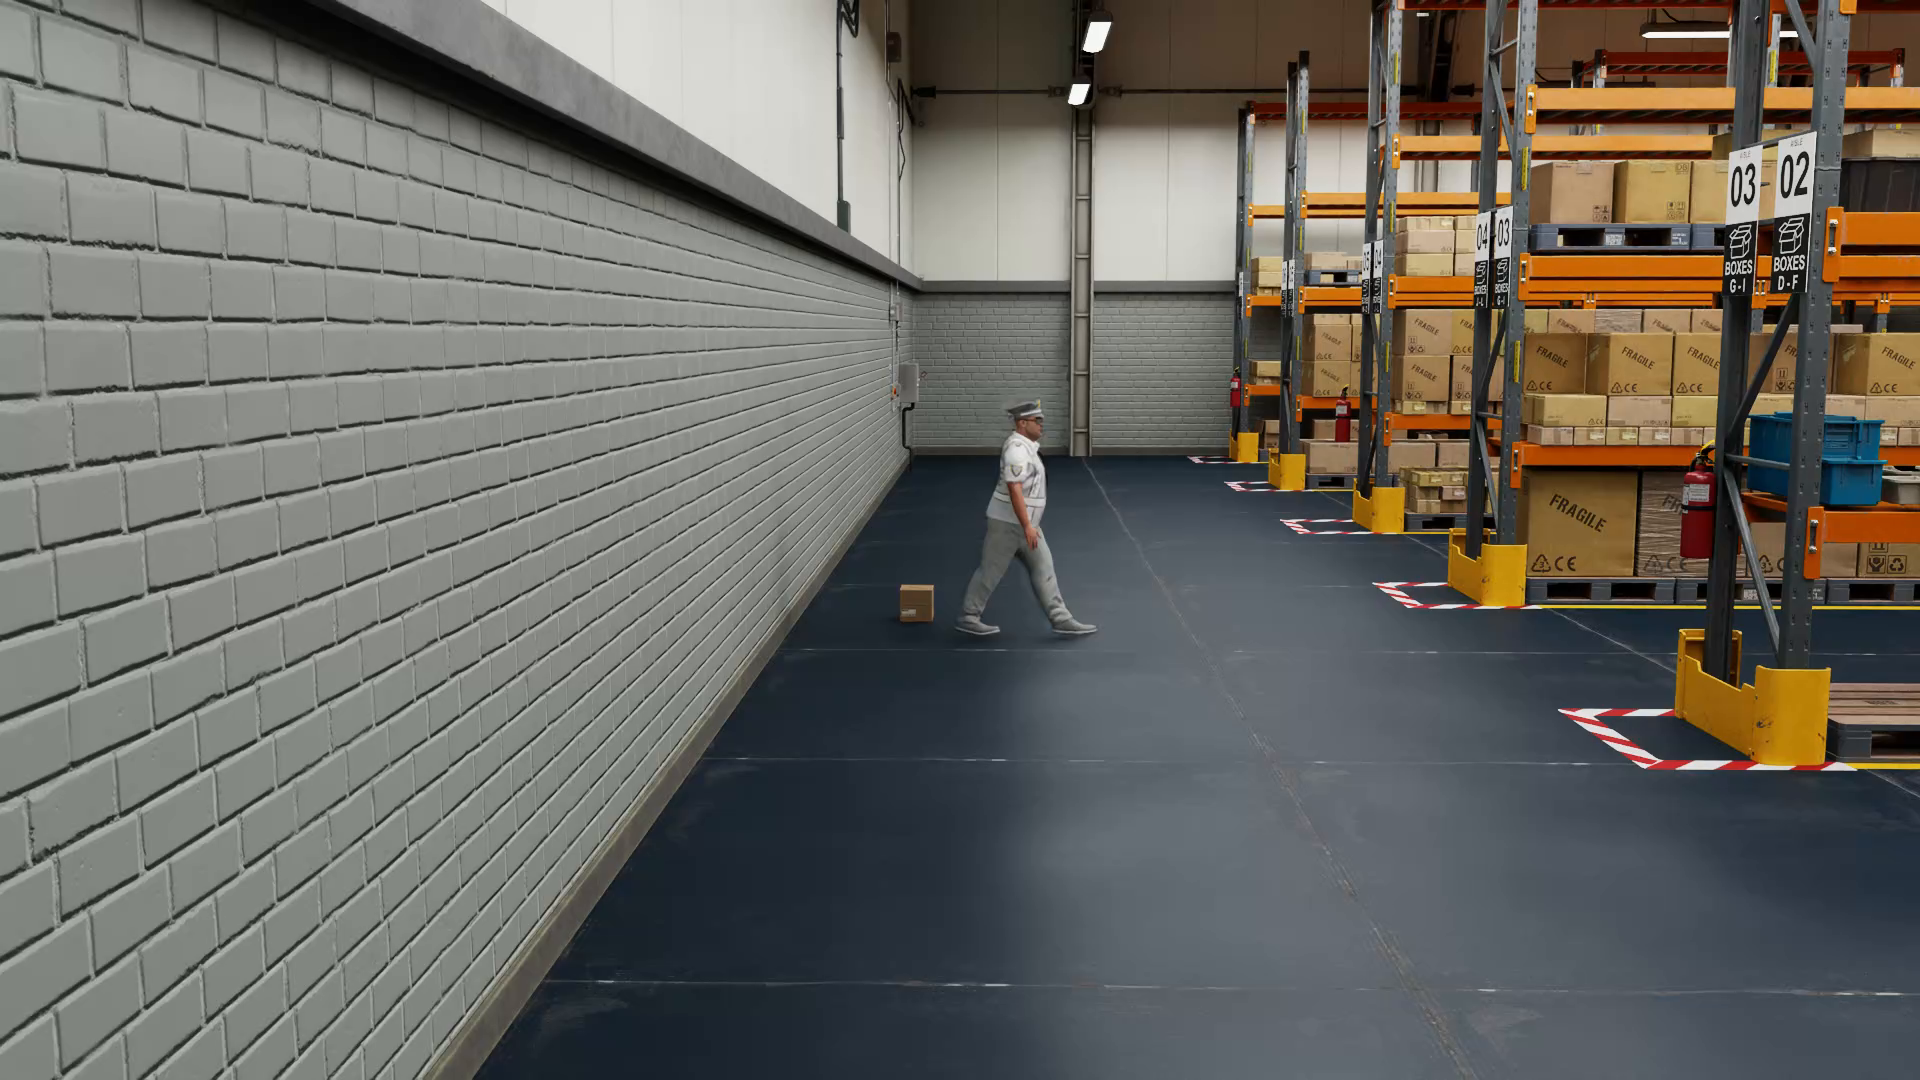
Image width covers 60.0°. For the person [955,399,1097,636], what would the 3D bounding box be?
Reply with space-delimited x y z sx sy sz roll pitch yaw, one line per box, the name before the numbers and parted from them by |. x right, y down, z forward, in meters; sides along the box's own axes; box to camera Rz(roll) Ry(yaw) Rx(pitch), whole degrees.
person | 0.460 -0.153 11.849 1.004 1.701 0.570 2 7 16
